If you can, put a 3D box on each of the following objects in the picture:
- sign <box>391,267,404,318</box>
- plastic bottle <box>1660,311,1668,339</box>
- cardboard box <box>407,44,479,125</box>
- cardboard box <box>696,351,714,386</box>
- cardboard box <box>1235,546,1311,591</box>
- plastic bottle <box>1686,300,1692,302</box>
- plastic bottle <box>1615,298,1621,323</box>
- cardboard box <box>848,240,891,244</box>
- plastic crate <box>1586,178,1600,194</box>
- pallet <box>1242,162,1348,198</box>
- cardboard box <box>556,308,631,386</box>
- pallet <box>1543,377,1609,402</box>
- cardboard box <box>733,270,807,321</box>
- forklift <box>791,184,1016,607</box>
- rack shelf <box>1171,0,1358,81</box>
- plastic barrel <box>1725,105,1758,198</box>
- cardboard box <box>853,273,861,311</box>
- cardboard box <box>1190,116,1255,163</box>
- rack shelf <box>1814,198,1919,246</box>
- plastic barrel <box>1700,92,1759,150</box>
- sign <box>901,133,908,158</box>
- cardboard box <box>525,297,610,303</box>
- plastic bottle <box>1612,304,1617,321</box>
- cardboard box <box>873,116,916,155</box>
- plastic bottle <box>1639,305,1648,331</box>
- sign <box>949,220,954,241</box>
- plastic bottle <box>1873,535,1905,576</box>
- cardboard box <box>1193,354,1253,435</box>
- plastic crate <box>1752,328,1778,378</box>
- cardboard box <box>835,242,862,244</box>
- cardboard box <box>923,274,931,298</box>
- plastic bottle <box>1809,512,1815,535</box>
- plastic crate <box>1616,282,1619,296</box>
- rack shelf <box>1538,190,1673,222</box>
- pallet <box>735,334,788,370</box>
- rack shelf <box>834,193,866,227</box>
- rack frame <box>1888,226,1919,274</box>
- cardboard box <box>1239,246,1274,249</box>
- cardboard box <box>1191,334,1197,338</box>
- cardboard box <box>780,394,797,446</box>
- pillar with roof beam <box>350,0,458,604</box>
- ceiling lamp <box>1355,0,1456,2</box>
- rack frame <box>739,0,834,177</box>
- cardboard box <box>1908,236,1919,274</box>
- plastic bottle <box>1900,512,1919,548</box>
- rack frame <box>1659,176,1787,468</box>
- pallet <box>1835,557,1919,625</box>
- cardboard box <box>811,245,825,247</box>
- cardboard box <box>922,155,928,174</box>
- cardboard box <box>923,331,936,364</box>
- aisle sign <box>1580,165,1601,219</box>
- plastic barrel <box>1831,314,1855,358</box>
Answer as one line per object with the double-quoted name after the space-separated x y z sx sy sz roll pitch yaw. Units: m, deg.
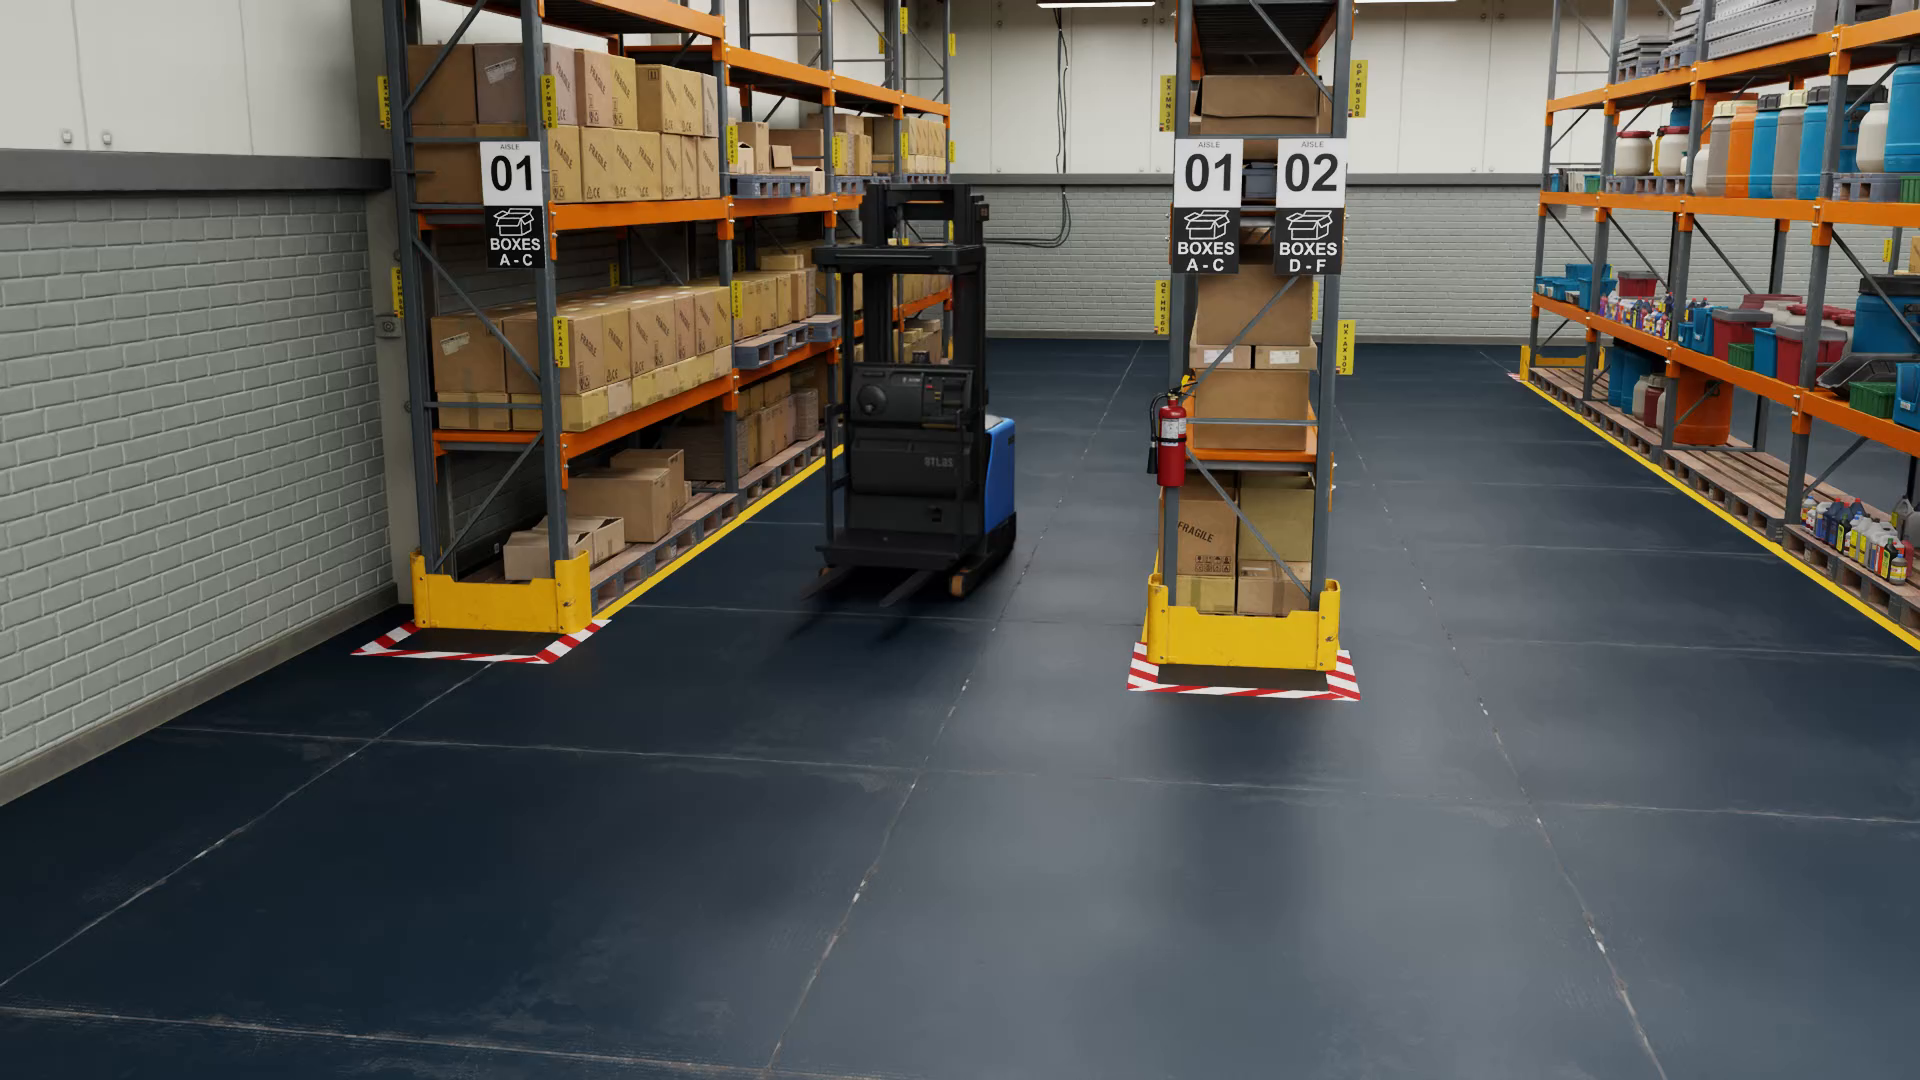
-3.667 -1.620 10.891 0.100 0.325 0.005 2 12 9 "sign"
7.574 -2.311 17.872 0.061 0.283 0.133 2 12 9 "plastic bottle"
-3.314 -2.989 10.966 0.500 0.500 0.500 2 12 11 "cardboard box"
-2.364 -1.435 13.838 0.500 0.250 0.500 2 12 9 "cardboard box"
2.149 0.213 11.416 0.500 0.250 0.500 2 12 9 "cardboard box"
8.638 -2.720 19.789 0.152 0.276 0.135 2 12 9 "plastic bottle"
7.899 -2.750 19.910 0.061 0.283 0.133 2 12 9 "plastic bottle"
-1.183 -3.734 21.430 0.500 0.250 0.500 2 12 10 "cardboard box"
8.280 -4.515 21.207 0.450 0.188 0.662 2 12 9 "plastic crate"
1.908 -2.287 10.575 1.003 0.211 1.213 2 12 9 "pallet"
-2.665 -1.372 11.770 0.500 0.500 0.500 2 12 9 "cardboard box"
8.773 -2.100 23.237 1.003 0.211 1.213 2 12 9 "pallet"
-2.013 -2.591 17.615 0.700 0.500 0.500 1 12 3 "cardboard box"
-0.413 -1.105 12.166 1.130 2.935 3.031 3 13 15 "forklift"
2.081 -3.519 11.621 1.077 0.370 4.000 2 12 9 "rack shelf"
7.457 -3.598 15.428 0.600 0.830 0.708 2 12 9 "plastic barrel"
-1.474 -2.948 19.563 0.500 0.500 0.500 2 12 11 "cardboard box"
1.776 -2.778 11.526 0.500 0.311 0.500 3 13 15 "cardboard box"
6.975 -2.087 11.146 1.077 0.370 4.000 2 12 9 "rack shelf"
7.988 -4.221 17.324 0.600 0.830 0.708 2 12 9 "plastic barrel"
-0.738 -5.233 22.059 0.100 0.325 0.005 2 12 9 "sign"
-3.019 -1.602 12.837 0.500 0.500 0.500 2 12 9 "cardboard box"
7.949 -2.753 20.121 0.097 0.201 0.097 0 12 0 "plastic bottle"
-0.889 -5.528 22.748 0.500 0.500 0.500 2 12 8 "cardboard box"
7.714 -2.501 18.753 0.061 0.283 0.133 2 12 9 "plastic bottle"
-0.127 -4.869 26.157 0.100 0.325 0.005 2 12 9 "sign"
6.583 0.112 11.774 0.152 0.276 0.135 2 12 9 "plastic bottle"
1.934 -0.973 11.149 0.700 0.500 0.500 2 12 10 "cardboard box"
7.145 -1.621 14.432 0.392 0.384 0.575 2 12 9 "plastic crate"
-1.339 -3.522 20.445 0.500 0.250 0.500 2 12 7 "cardboard box"
-0.957 -3.938 24.434 0.980 0.700 0.700 1 12 6 "cardboard box"
6.769 -0.142 13.128 0.097 0.201 0.097 0 12 0 "plastic bottle"
8.930 -3.338 22.499 0.437 0.282 0.530 2 12 9 "plastic crate"
8.821 -4.585 22.737 1.077 0.370 4.000 2 12 9 "rack shelf"
-2.245 -1.771 15.544 1.003 0.211 1.213 2 12 9 "pallet"
-1.584 -4.074 20.363 1.077 0.370 4.000 2 12 9 "rack shelf"
14.022 -3.726 24.165 1.000 3.000 0.127 2 12 9 "rack frame"
2.251 -2.035 13.001 0.700 0.500 0.500 2 12 9 "cardboard box"
1.722 -1.277 11.022 0.380 0.149 0.250 2 12 8 "cardboard box"
-2.144 -1.281 17.705 0.700 0.500 0.500 2 12 9 "cardboard box"
0.385 -3.844 10.471 9.100 9.000 0.400 2 12 9 "pillar with roof beam"
7.119 -10.311 26.624 2.000 3.185 0.800 2 12 9 "ceiling lamp"
-1.891 -5.475 18.039 1.000 3.000 0.127 2 12 9 "rack frame"
13.605 -3.970 23.164 0.500 0.500 0.500 2 12 7 "cardboard box"
7.289 -0.089 12.706 0.152 0.276 0.135 2 12 9 "plastic bottle"
7.898 -2.222 17.182 1.000 3.000 0.127 2 12 9 "rack frame"
6.953 0.367 11.788 1.003 0.211 1.213 2 12 9 "pallet"
-1.485 -3.311 19.467 0.500 0.250 0.500 2 12 8 "cardboard box"
-0.745 -5.370 23.795 0.500 0.250 0.500 2 12 7 "cardboard box"
-0.746 -2.938 25.443 0.700 0.500 0.500 2 12 8 "cardboard box"
9.429 -5.163 24.661 0.394 0.787 0.004 2 12 9 "aisle sign"
7.647 -1.647 14.195 0.433 0.535 0.433 0 12 0 "plastic barrel"
